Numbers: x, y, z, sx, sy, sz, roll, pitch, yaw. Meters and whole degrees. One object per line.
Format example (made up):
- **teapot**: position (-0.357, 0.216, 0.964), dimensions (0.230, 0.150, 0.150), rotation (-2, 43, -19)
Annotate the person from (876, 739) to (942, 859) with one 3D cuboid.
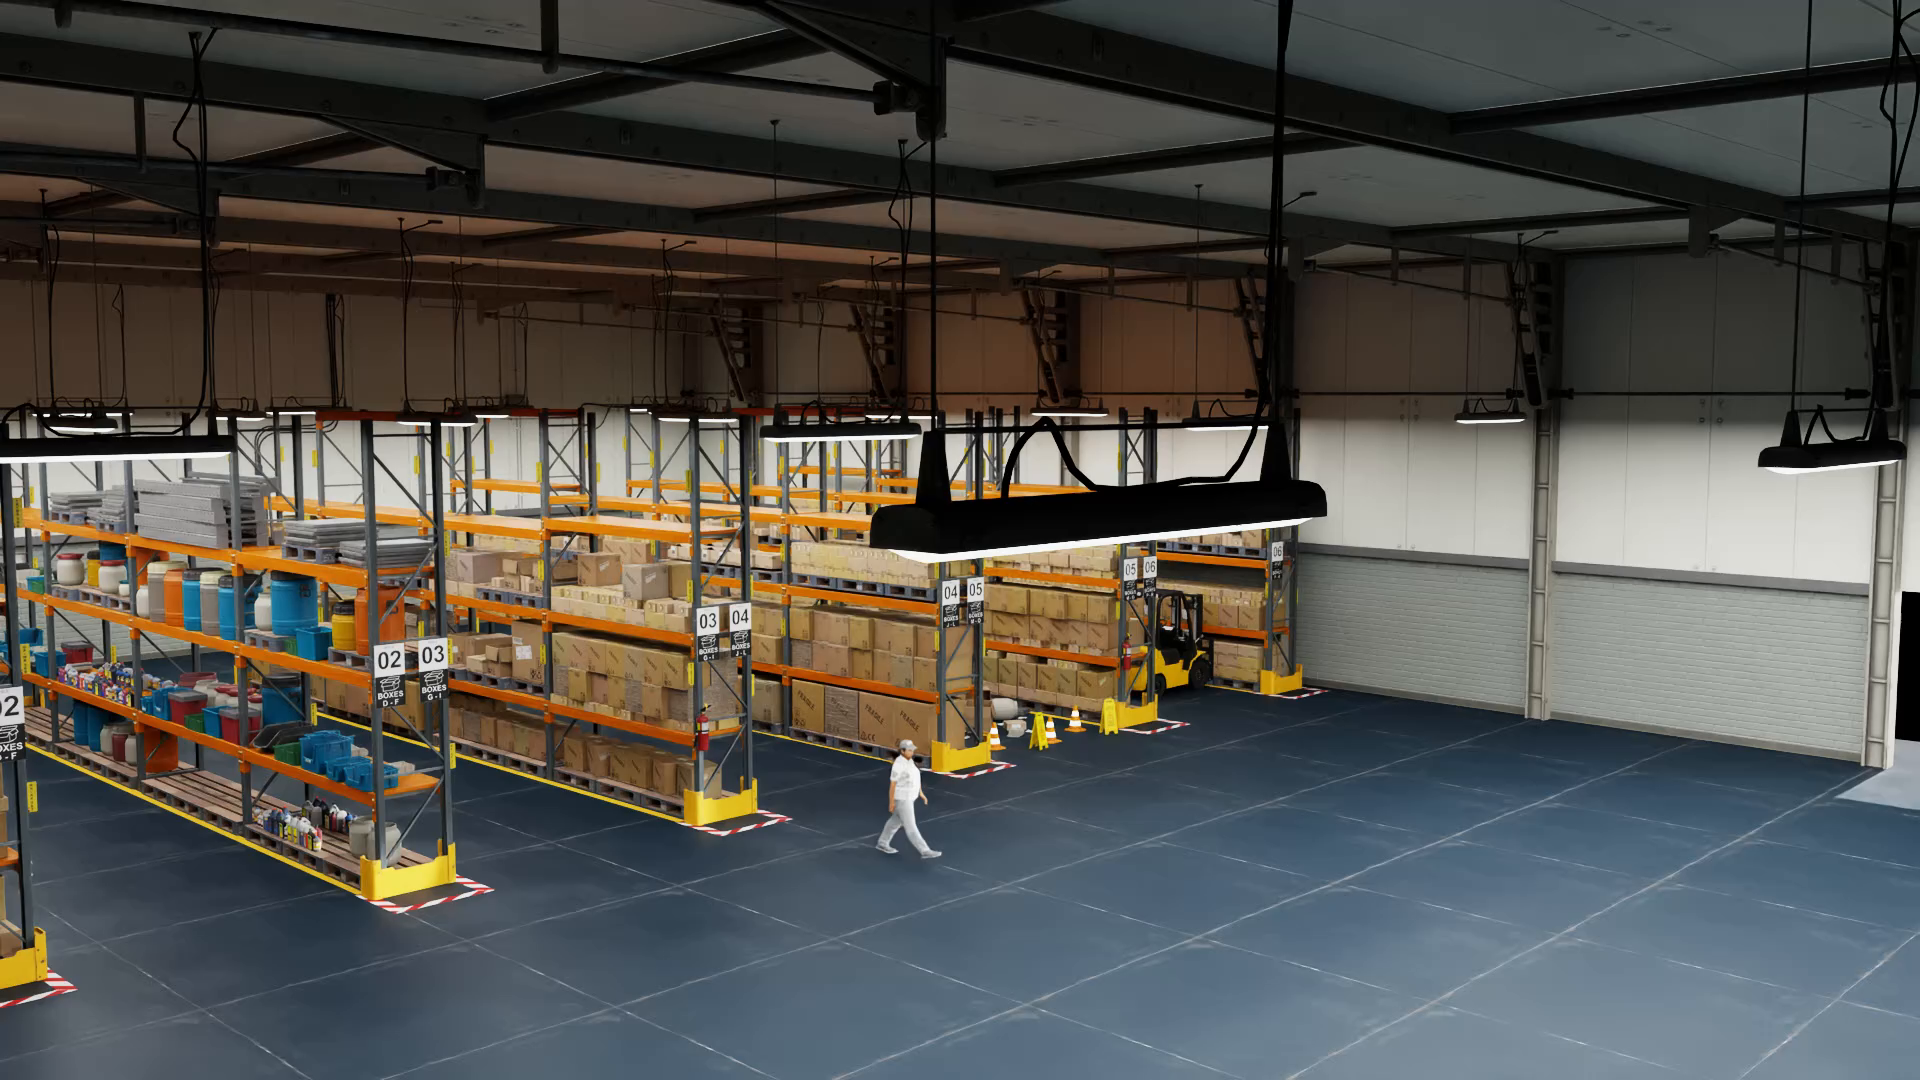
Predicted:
- **person**: position (-0.680, 3.508, 22.571), dimensions (1.030, 1.603, 0.535), rotation (1, 5, 16)
